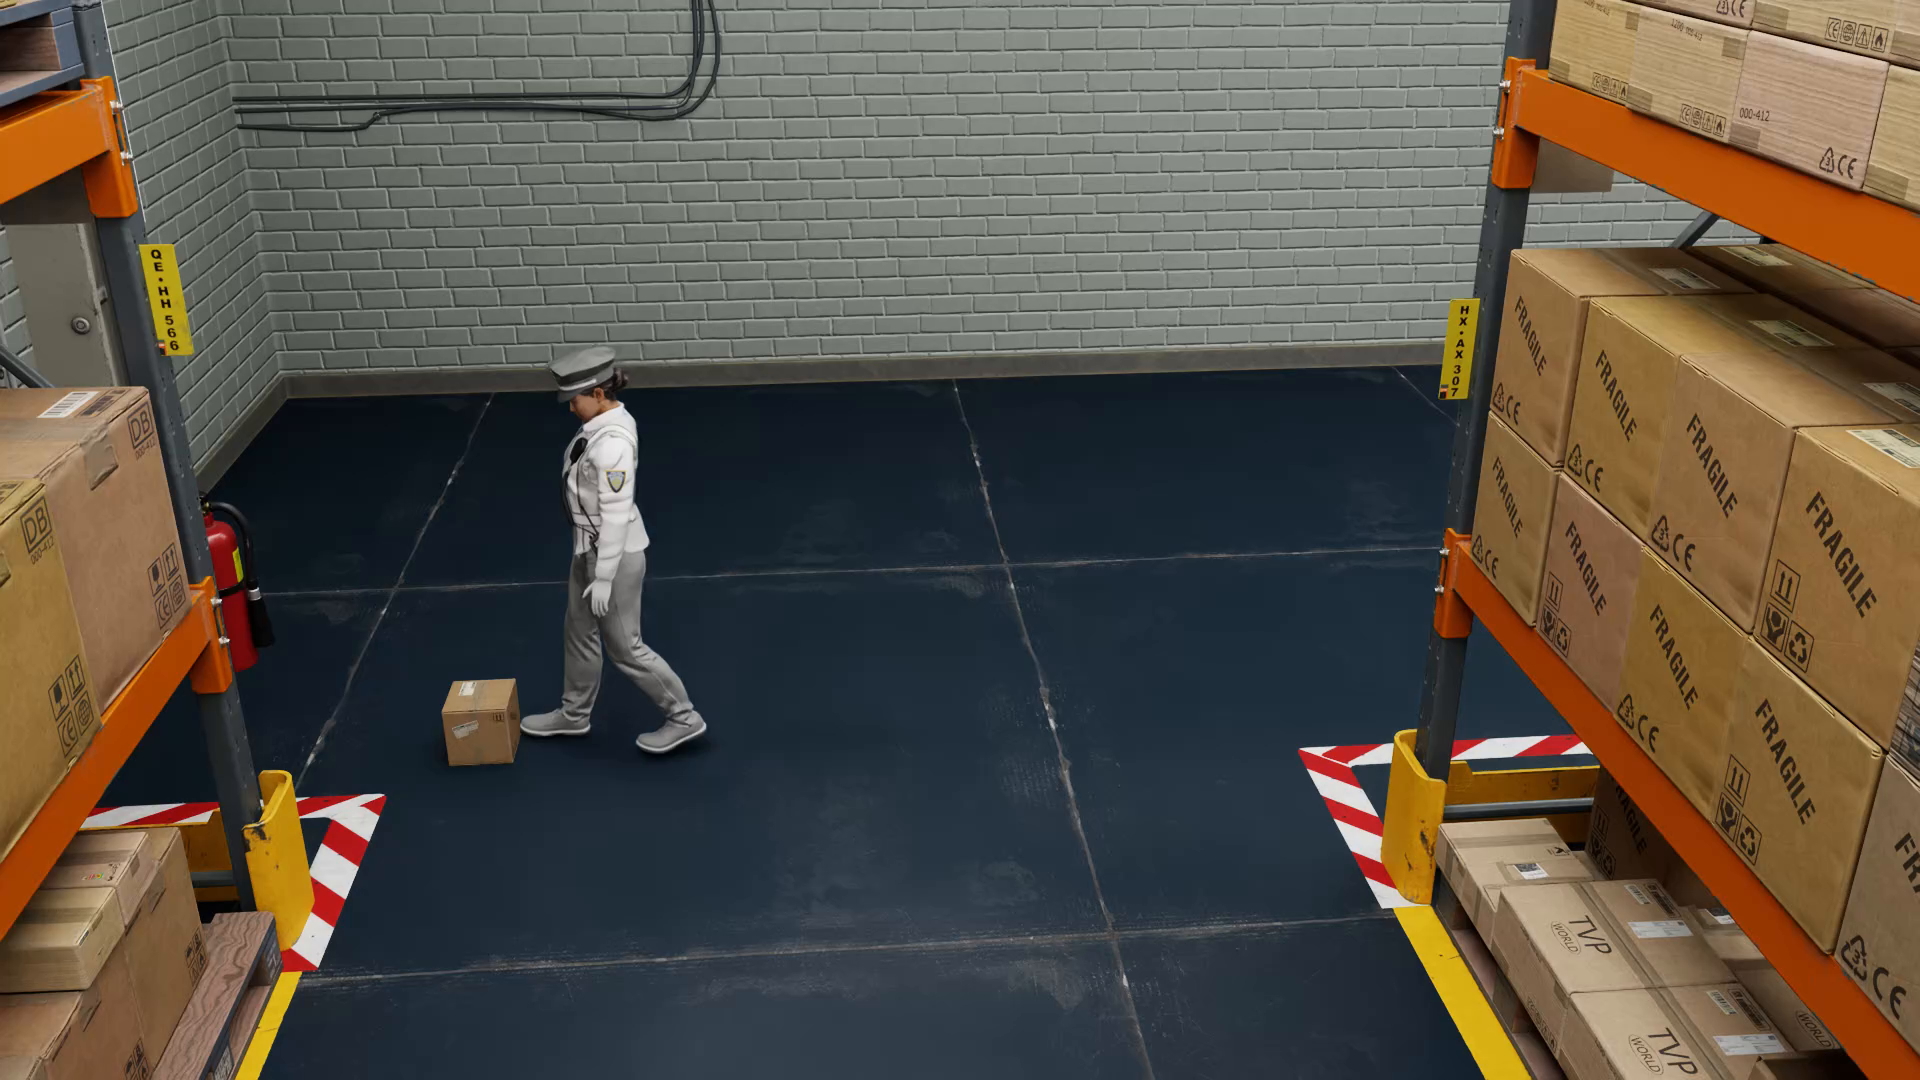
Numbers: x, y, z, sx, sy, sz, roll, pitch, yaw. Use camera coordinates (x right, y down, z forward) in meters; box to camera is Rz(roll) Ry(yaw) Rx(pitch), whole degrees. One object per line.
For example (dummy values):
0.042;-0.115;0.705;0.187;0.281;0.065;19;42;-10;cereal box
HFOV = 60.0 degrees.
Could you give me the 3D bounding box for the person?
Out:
-1.405;0.066;6.420;0.742;1.638;0.519;-5;24;-11;person
